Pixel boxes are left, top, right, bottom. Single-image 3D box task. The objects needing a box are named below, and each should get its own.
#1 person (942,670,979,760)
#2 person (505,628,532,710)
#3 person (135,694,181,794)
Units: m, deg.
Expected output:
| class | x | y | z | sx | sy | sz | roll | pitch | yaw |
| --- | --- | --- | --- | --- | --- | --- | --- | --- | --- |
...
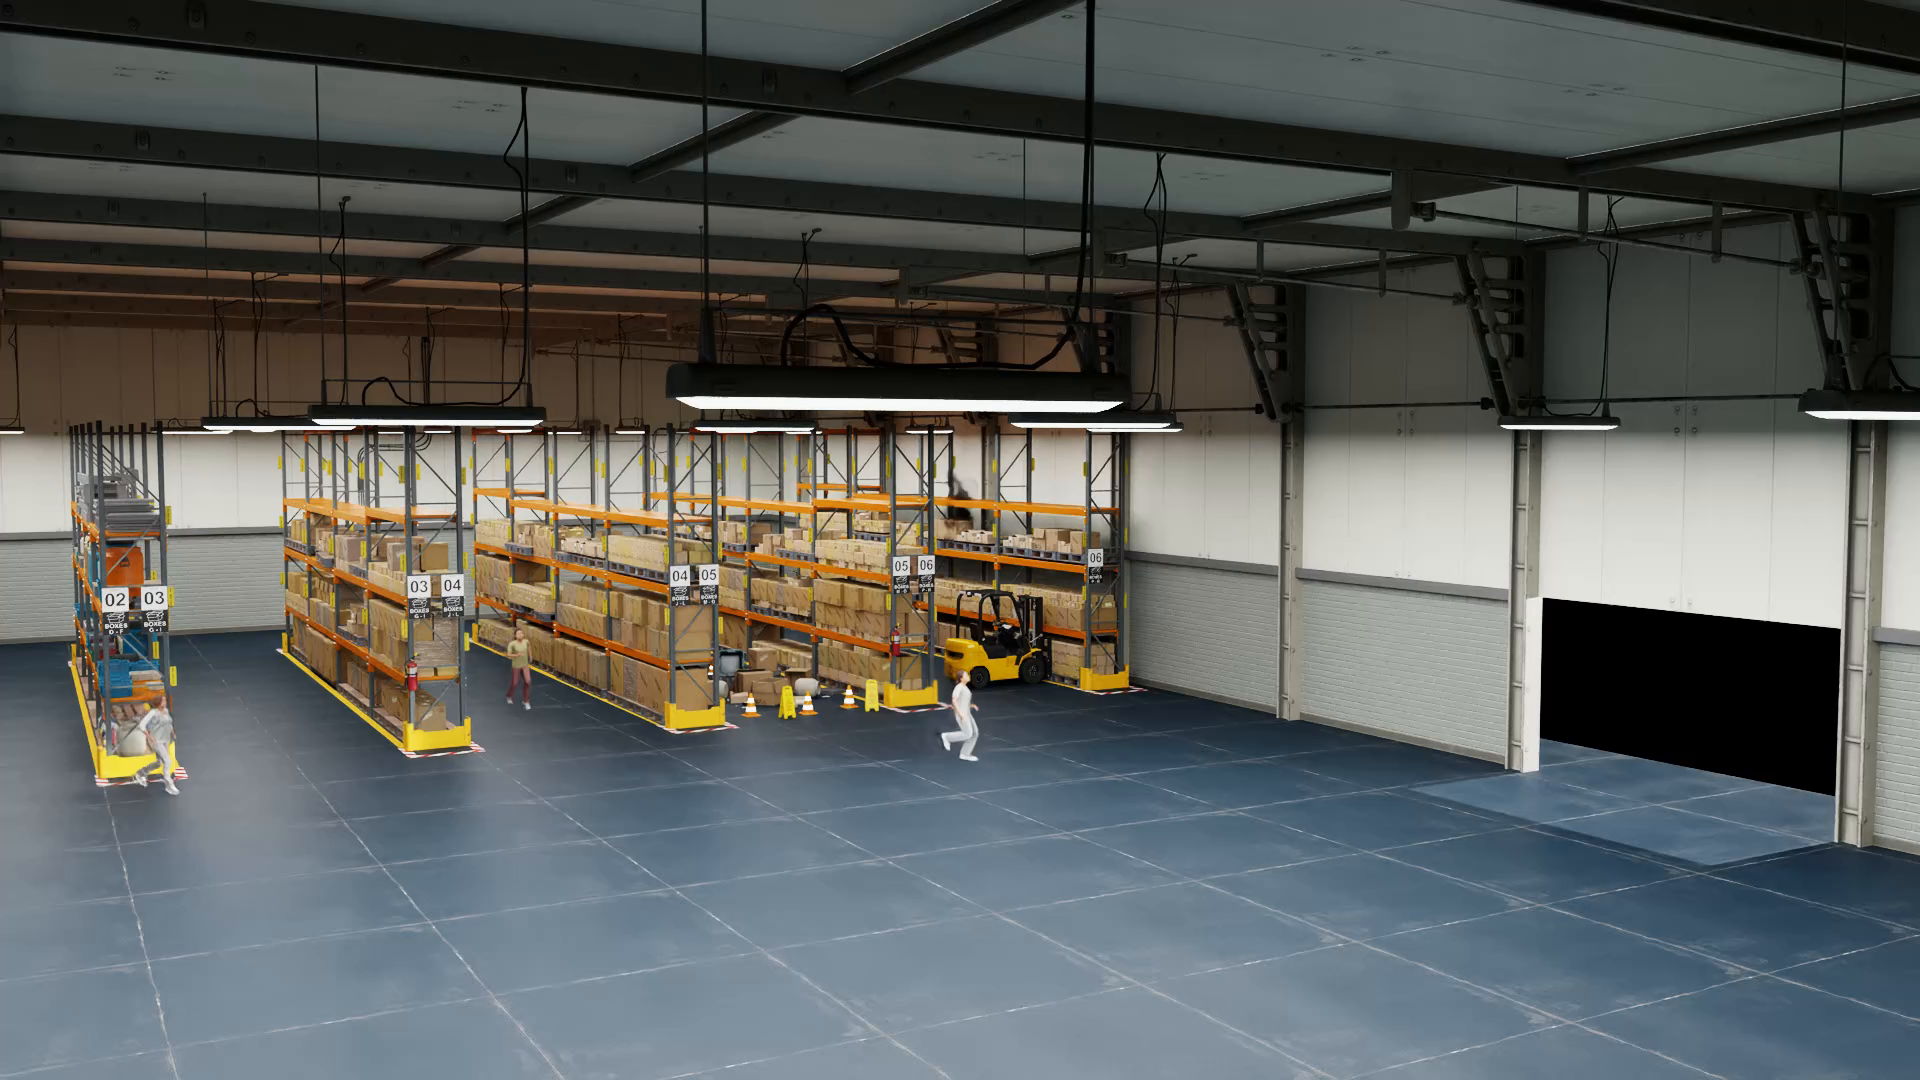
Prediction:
| class | x | y | z | sx | sy | sz | roll | pitch | yaw |
| --- | --- | --- | --- | --- | --- | --- | --- | --- | --- |
| person | 0.014 | 3.104 | 29.497 | 0.620 | 1.588 | 0.565 | 1 | 4 | 18 |
| person | -9.348 | 2.711 | 35.243 | 0.582 | 1.708 | 0.902 | -2 | 4 | -32 |
| person | -12.943 | 3.295 | 26.795 | 0.789 | 1.583 | 0.559 | 0 | 4 | 6 |
